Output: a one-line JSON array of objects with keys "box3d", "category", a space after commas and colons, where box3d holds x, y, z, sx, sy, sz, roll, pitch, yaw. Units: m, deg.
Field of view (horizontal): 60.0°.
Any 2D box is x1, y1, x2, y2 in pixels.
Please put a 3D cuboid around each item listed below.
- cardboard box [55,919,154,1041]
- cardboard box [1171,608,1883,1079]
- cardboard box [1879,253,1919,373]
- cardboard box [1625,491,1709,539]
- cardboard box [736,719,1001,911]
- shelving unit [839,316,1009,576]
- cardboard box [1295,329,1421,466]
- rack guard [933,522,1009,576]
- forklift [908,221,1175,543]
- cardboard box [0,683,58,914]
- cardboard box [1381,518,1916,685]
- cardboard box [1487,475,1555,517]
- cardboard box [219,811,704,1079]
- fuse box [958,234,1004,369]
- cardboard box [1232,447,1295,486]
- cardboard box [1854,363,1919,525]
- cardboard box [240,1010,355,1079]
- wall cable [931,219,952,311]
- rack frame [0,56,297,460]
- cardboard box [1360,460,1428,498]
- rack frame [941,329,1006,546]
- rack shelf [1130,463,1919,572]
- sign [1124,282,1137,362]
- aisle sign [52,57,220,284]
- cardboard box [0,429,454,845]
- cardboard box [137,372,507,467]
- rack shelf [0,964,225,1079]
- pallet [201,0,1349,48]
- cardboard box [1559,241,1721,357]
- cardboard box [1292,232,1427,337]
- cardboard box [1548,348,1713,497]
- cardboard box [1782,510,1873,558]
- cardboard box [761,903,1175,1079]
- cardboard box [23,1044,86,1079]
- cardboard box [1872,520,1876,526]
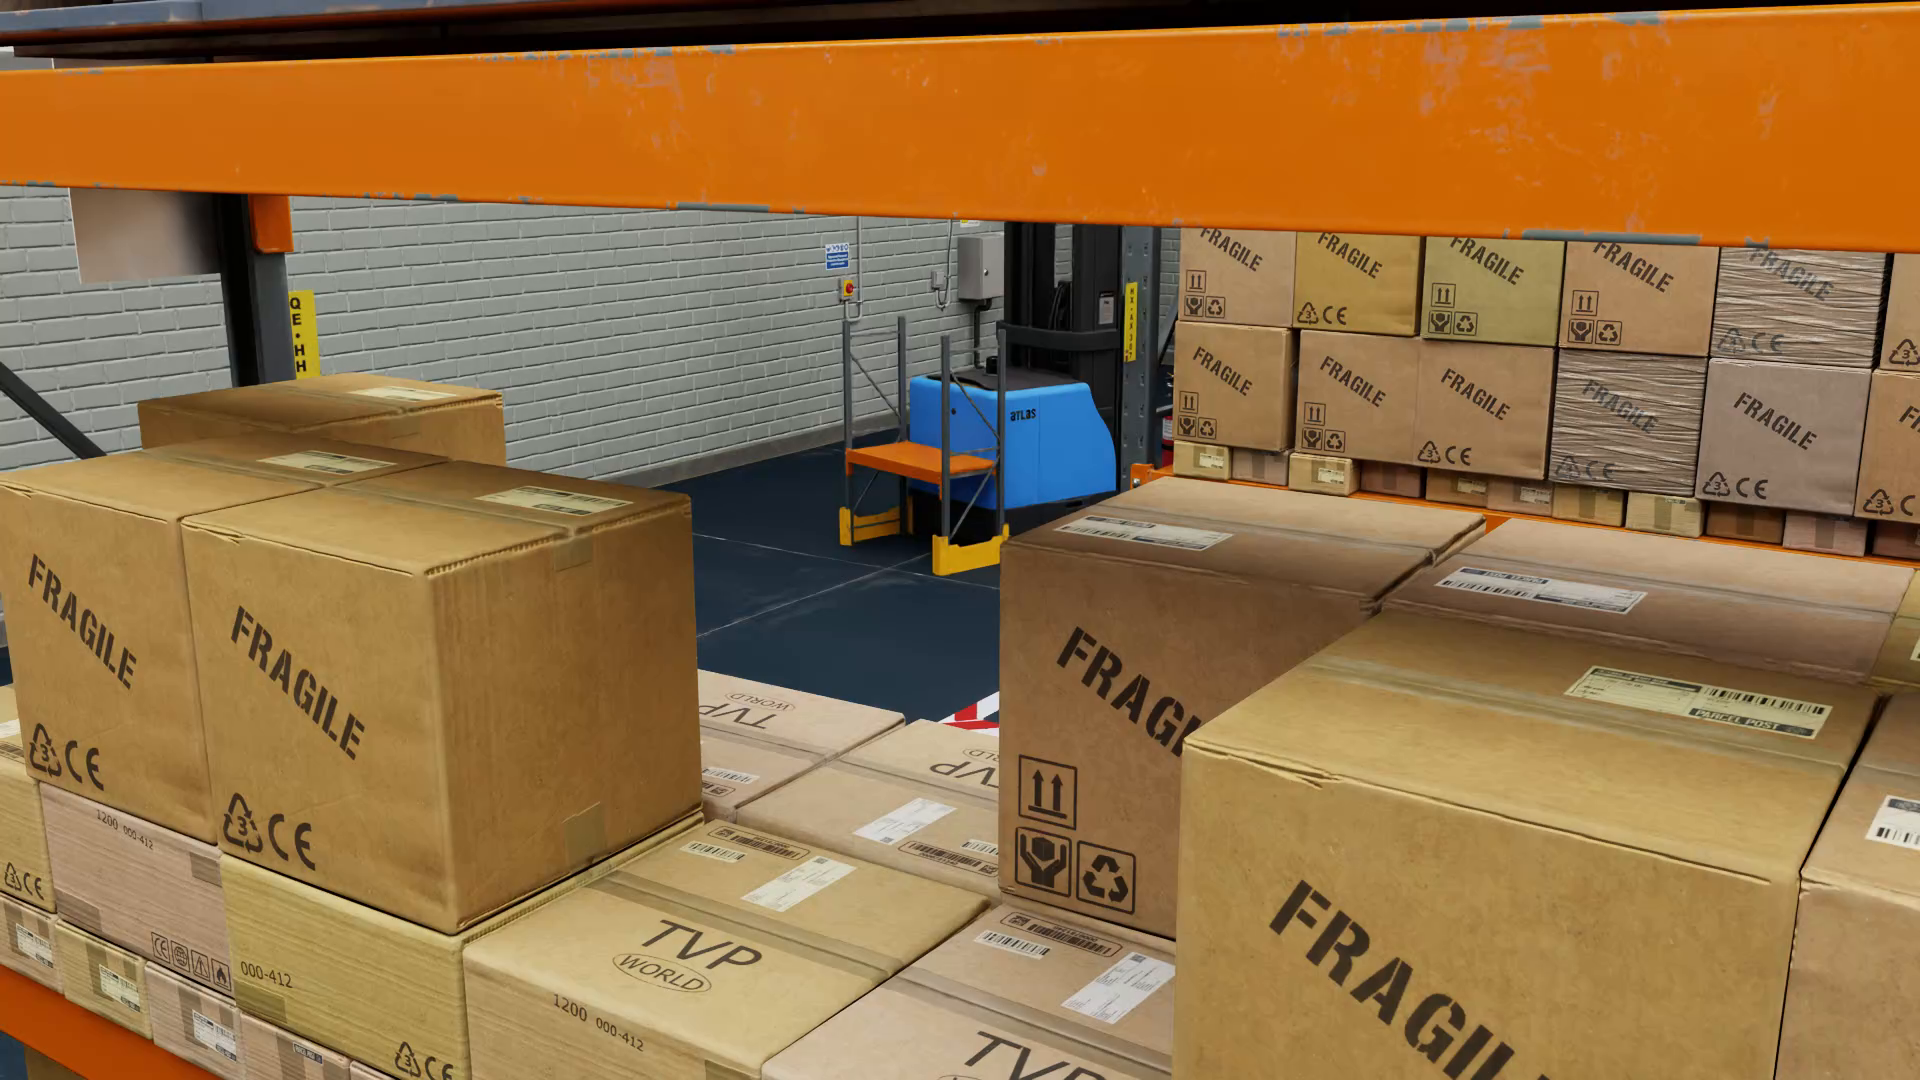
[{"box3d": [-1.296, 0.679, 2.861, 0.250, 0.149, 0.380, 9, 16, 31], "category": "cardboard box"}, {"box3d": [0.542, 0.400, 1.598, 0.500, 0.500, 0.500, 9, 17, 33], "category": "cardboard box"}, {"box3d": [3.366, -0.819, 5.483, 0.500, 0.500, 0.500, 9, 16, 31], "category": "cardboard box"}, {"box3d": [2.634, -0.129, 6.124, 0.250, 0.149, 0.380, 10, 17, 34], "category": "cardboard box"}, {"box3d": [-0.005, 0.521, 2.669, 0.500, 0.250, 0.500, 9, 17, 33], "category": "cardboard box"}, {"box3d": [-0.247, -0.645, 10.807, 0.587, 1.500, 1.083, -11, 18, -39], "category": "shelving unit"}, {"box3d": [1.696, -0.611, 6.722, 0.500, 0.500, 0.500, 9, 17, 33], "category": "cardboard box"}, {"box3d": [0.073, 0.054, 10.586, 0.587, 0.250, 0.087, -11, 18, -39], "category": "rack guard"}, {"box3d": [1.113, -1.626, 11.790, 3.031, 2.935, 1.130, -11, 17, -36], "category": "forklift"}, {"box3d": [-1.585, 0.422, 3.070, 0.500, 0.250, 0.500, 9, 16, 31], "category": "cardboard box"}, {"box3d": [0.828, 0.293, 2.028, 0.500, 0.500, 0.500, 9, 17, 33], "category": "cardboard box"}, {"box3d": [2.225, -0.209, 6.449, 0.250, 0.149, 0.380, 9, 16, 32], "category": "cardboard box"}, {"box3d": [-0.735, 0.558, 2.518, 0.500, 0.250, 0.500, 9, 16, 31], "category": "cardboard box"}, {"box3d": [0.300, -2.126, 16.351, 0.414, 1.711, 0.539, 9, 17, 33], "category": "fuse box"}, {"box3d": [1.340, -0.344, 6.991, 0.250, 0.149, 0.380, 10, 17, 35], "category": "cardboard box"}, {"box3d": [3.349, -0.335, 5.607, 0.500, 0.500, 0.500, 9, 16, 31], "category": "cardboard box"}, {"box3d": [-0.868, 0.748, 2.582, 0.250, 0.149, 0.380, 9, 16, 32], "category": "cardboard box"}, {"box3d": [-0.212, -3.130, 15.610, 0.122, 1.984, 0.588, 9, 17, 33], "category": "wall cable"}, {"box3d": [-1.831, 0.375, 3.568, 0.053, 2.616, 0.949, 9, 17, 33], "category": "rack frame"}, {"box3d": [1.825, -0.289, 6.772, 0.250, 0.149, 0.380, 10, 17, 35], "category": "cardboard box"}, {"box3d": [0.085, -0.549, 10.422, 0.500, 1.500, 0.032, -11, 18, -39], "category": "rack frame"}, {"box3d": [2.679, 0.017, 6.508, 4.000, 0.370, 1.077, 9, 17, 33], "category": "rack shelf"}, {"box3d": [0.717, -0.912, 6.964, 0.005, 0.325, 0.100, 9, 17, 33], "category": "sign"}, {"box3d": [-1.725, -0.956, 3.533, 0.004, 0.787, 0.394, 9, 17, 33], "category": "aisle sign"}, {"box3d": [-1.170, 0.125, 2.709, 0.500, 0.500, 0.500, 9, 16, 31], "category": "cardboard box"}, {"box3d": [-1.282, -0.047, 3.405, 0.500, 0.500, 0.500, 9, 17, 33], "category": "cardboard box"}, {"box3d": [-0.173, 0.993, 2.568, 4.000, 0.370, 1.077, 9, 17, 33], "category": "rack shelf"}, {"box3d": [-0.195, -0.777, 2.161, 1.213, 0.211, 1.003, 9, 17, 33], "category": "pallet"}, {"box3d": [2.510, -0.957, 6.039, 0.500, 0.500, 0.500, 9, 16, 31], "category": "cardboard box"}, {"box3d": [1.666, -1.099, 6.612, 0.500, 0.500, 0.500, 10, 17, 34], "category": "cardboard box"}, {"box3d": [2.522, -0.476, 6.175, 0.500, 0.500, 0.500, 9, 16, 31], "category": "cardboard box"}, {"box3d": [3.066, -0.064, 5.862, 0.250, 0.149, 0.380, 8, 16, 30], "category": "cardboard box"}, {"box3d": [0.119, 0.696, 1.963, 0.500, 0.250, 0.500, 10, 17, 34], "category": "cardboard box"}, {"box3d": [-1.257, 1.273, 3.487, 0.875, 0.875, 0.875, 9, 17, 33], "category": "cardboard box"}, {"box3d": [3.385, -0.175, 6.309, 0.250, 0.149, 0.380, 10, 17, 34], "category": "cardboard box"}]
